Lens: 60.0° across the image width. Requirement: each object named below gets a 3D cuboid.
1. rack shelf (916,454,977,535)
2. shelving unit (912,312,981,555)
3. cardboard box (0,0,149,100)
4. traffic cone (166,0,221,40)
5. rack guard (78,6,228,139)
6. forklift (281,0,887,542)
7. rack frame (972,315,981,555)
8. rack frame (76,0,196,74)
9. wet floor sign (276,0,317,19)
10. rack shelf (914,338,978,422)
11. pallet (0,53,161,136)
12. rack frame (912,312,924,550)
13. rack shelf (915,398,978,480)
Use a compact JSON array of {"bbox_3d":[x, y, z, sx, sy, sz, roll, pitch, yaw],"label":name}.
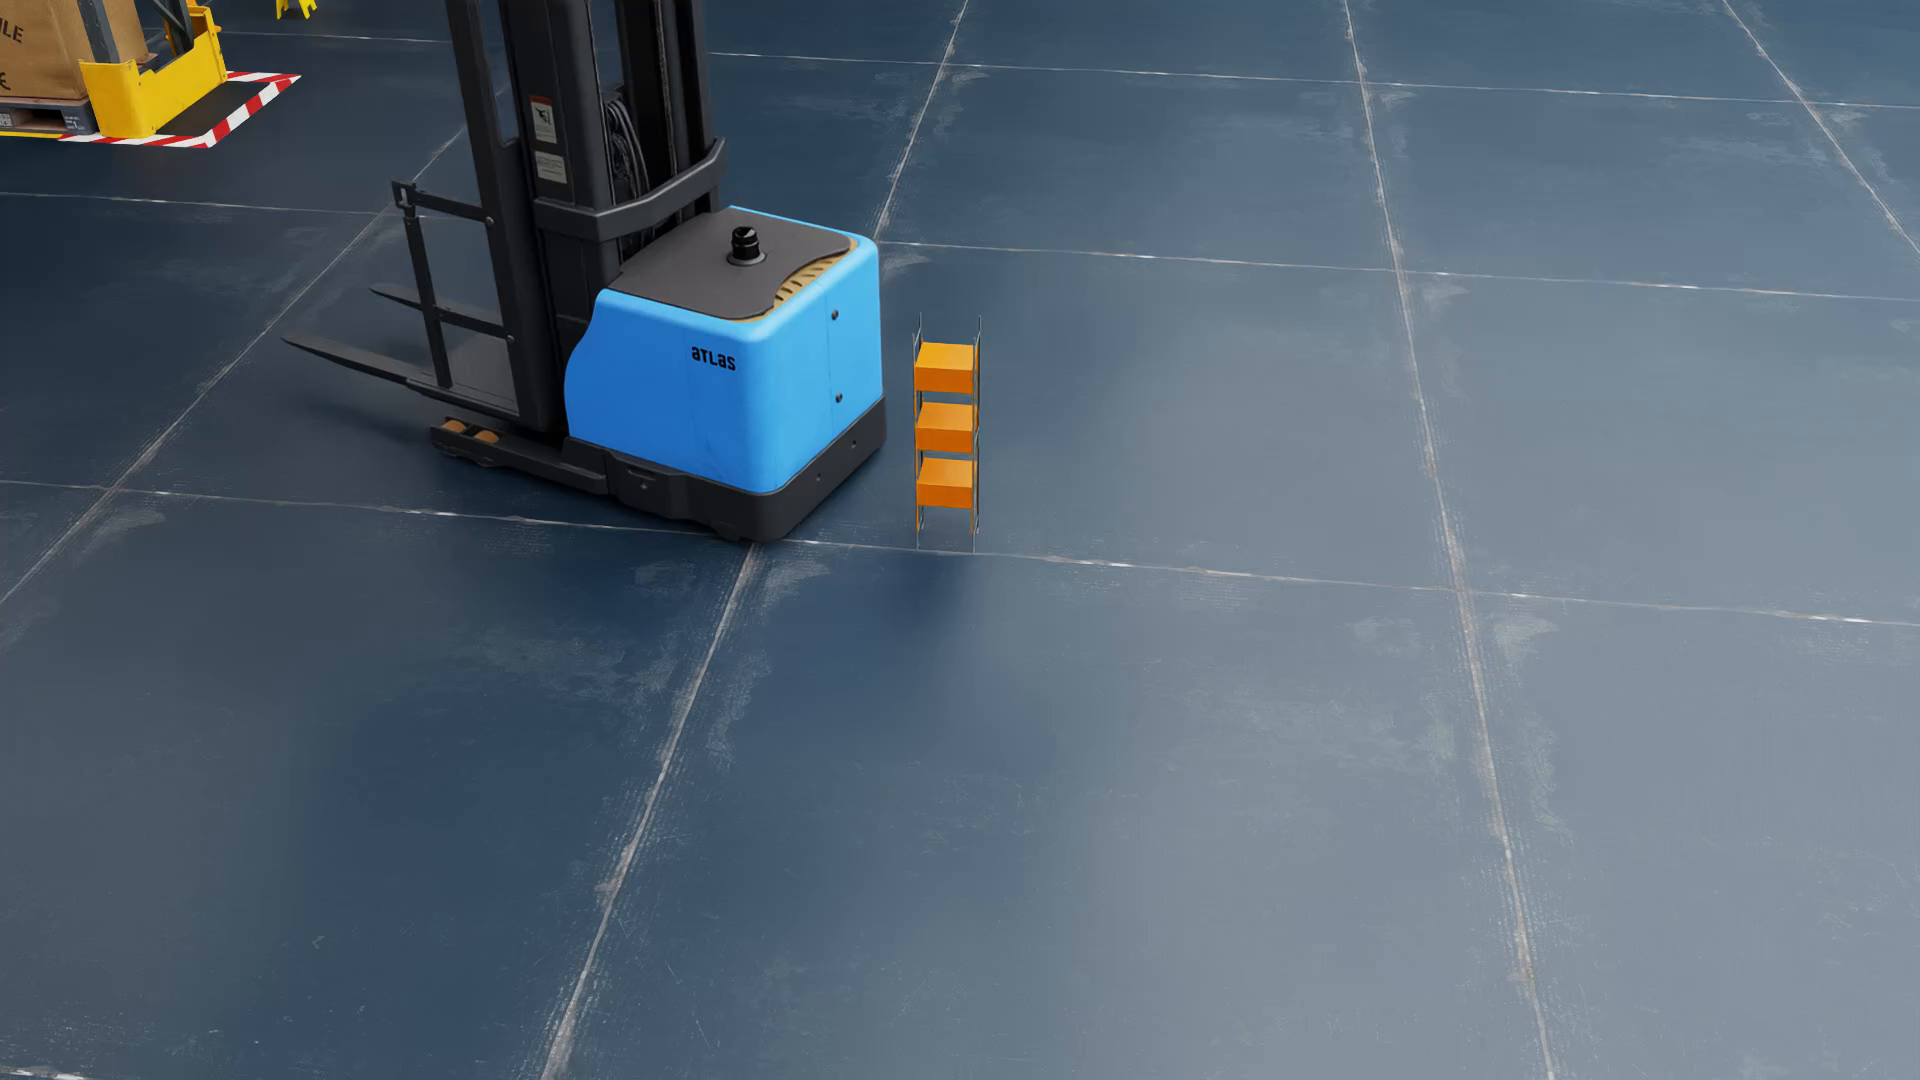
[{"bbox_3d":[-0.053,-0.196,7.118,0.240,0.259,0.215,4,36,6],"label":"rack shelf"},{"bbox_3d":[-0.053,-0.431,6.951,0.252,1.050,0.215,4,36,6],"label":"shelving unit"},{"bbox_3d":[-6.157,-3.527,11.077,0.875,0.875,0.875,4,36,6],"label":"cardboard box"},{"bbox_3d":[-5.822,-4.033,12.503,0.334,0.463,0.336,4,36,6],"label":"traffic cone"},{"bbox_3d":[-5.452,-3.189,11.288,0.348,0.500,1.175,4,36,6],"label":"rack guard"},{"bbox_3d":[-1.890,-1.785,7.228,3.031,2.935,1.130,17,39,22],"label":"forklift"},{"bbox_3d":[0.068,-0.422,6.938,0.008,1.050,0.200,4,36,6],"label":"rack frame"},{"bbox_3d":[-5.476,-4.208,10.564,0.127,3.000,1.000,4,36,6],"label":"rack frame"},{"bbox_3d":[-5.195,-4.389,12.844,0.232,0.644,0.267,-2,36,-2],"label":"wet floor sign"},{"bbox_3d":[-0.053,-0.654,6.792,0.240,0.259,0.215,4,36,6],"label":"rack shelf"},{"bbox_3d":[-6.279,-3.087,11.394,1.213,0.211,1.003,4,36,6],"label":"pallet"},{"bbox_3d":[-0.174,-0.440,6.963,0.008,1.050,0.200,4,36,6],"label":"rack frame"},{"bbox_3d":[-0.053,-0.423,6.957,0.240,0.259,0.215,4,36,6],"label":"rack shelf"}]
